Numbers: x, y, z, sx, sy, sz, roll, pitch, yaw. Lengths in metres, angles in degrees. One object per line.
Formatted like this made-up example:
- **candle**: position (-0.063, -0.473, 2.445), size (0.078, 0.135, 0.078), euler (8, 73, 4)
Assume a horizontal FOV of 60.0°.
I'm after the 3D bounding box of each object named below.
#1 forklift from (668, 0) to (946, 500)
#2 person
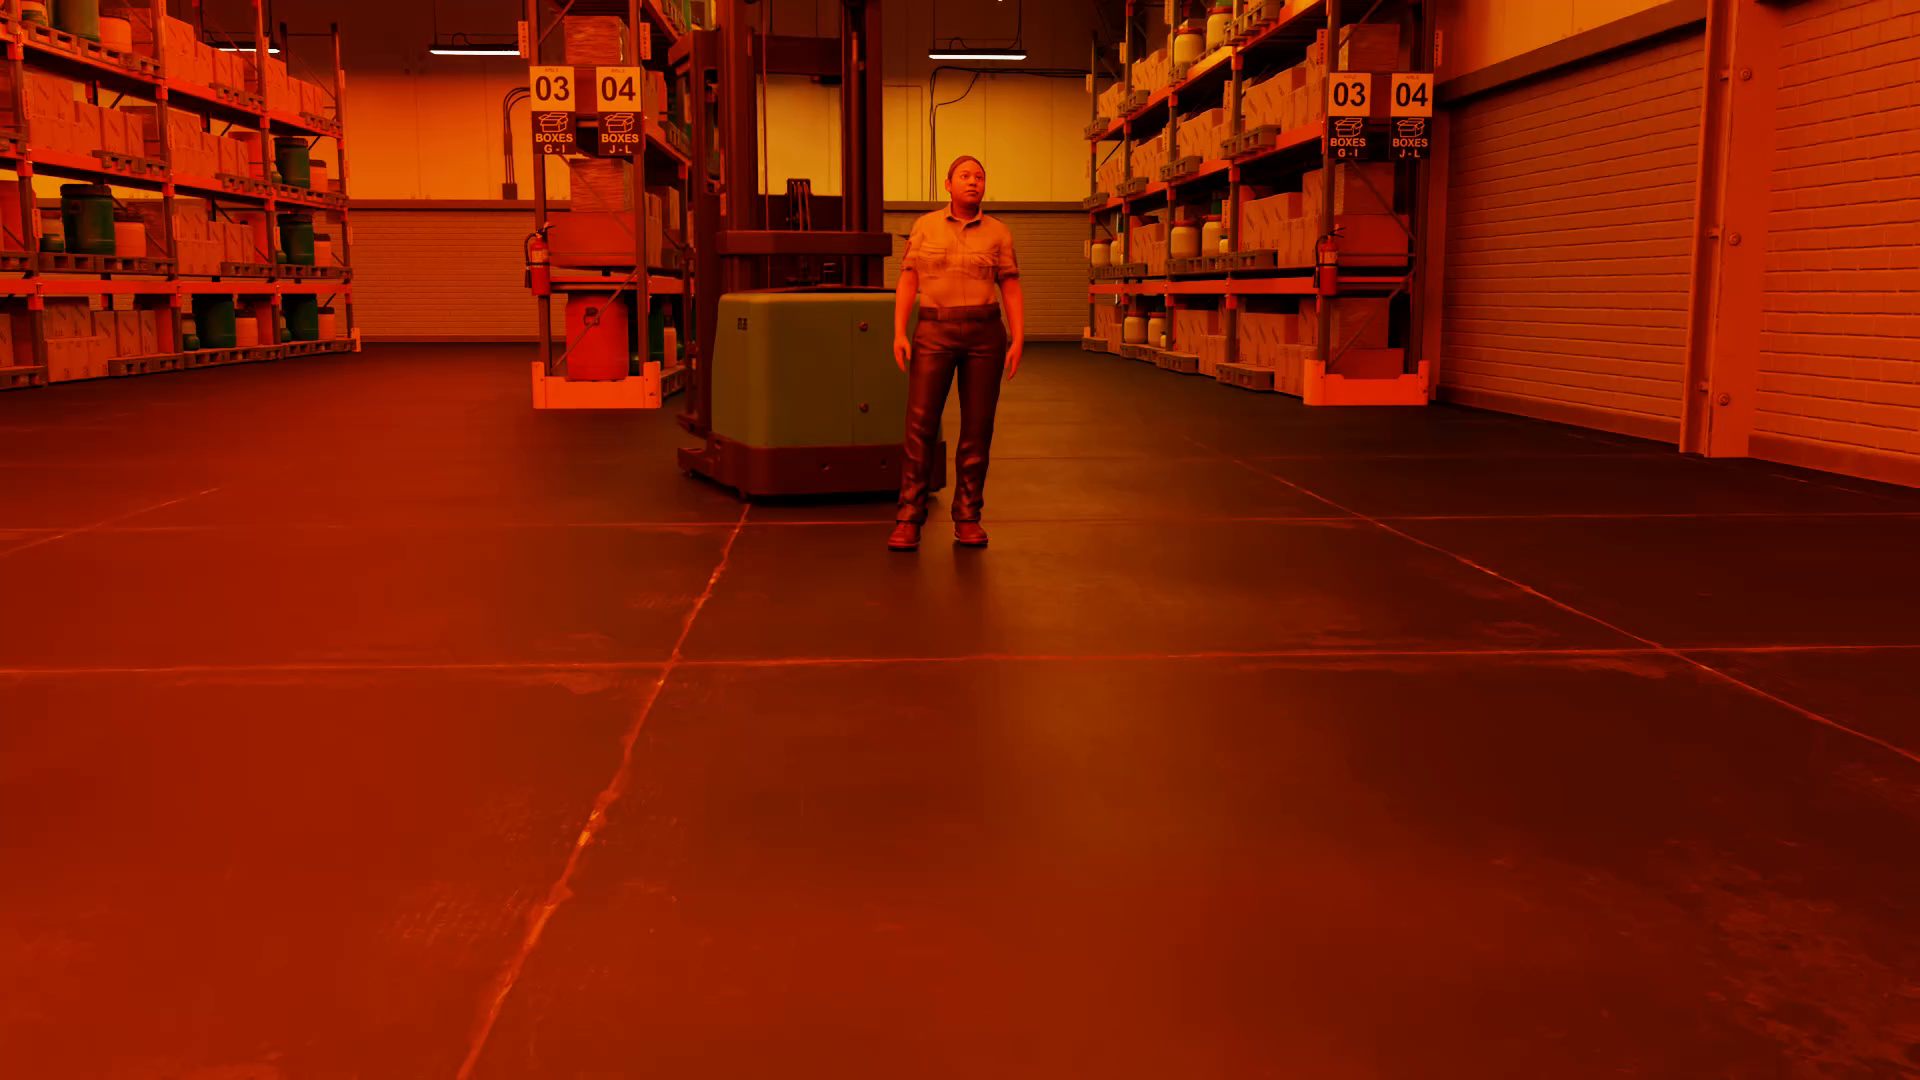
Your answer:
- **forklift**: position (-1.055, -1.832, 9.672), size (1.130, 2.935, 3.031), euler (-3, 9, -20)
- **person**: position (-0.017, -0.809, 7.098), size (0.599, 1.650, 0.503), euler (-1, 8, -4)
